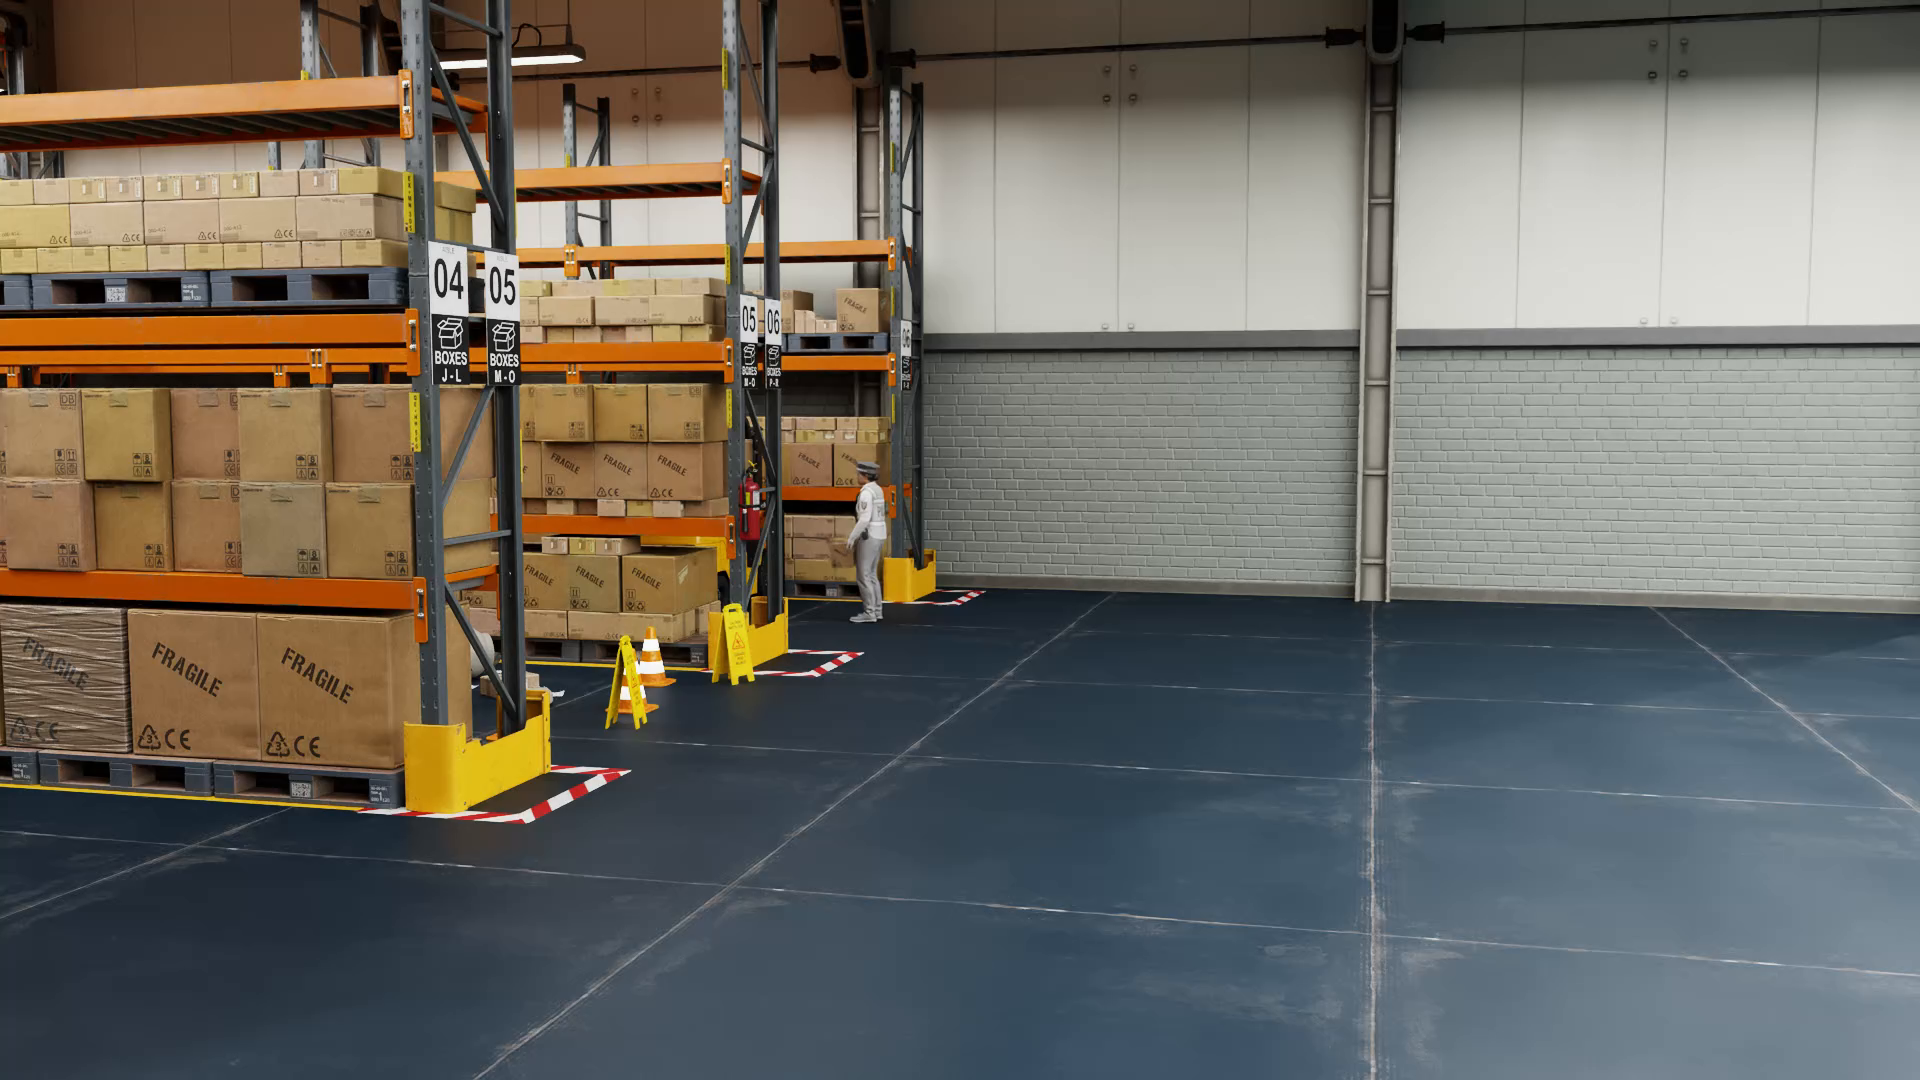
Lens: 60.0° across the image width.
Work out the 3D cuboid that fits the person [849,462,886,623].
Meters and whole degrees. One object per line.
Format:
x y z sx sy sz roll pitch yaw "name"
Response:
-0.961 0.021 17.289 0.375 1.662 0.541 1 5 11 "person"
